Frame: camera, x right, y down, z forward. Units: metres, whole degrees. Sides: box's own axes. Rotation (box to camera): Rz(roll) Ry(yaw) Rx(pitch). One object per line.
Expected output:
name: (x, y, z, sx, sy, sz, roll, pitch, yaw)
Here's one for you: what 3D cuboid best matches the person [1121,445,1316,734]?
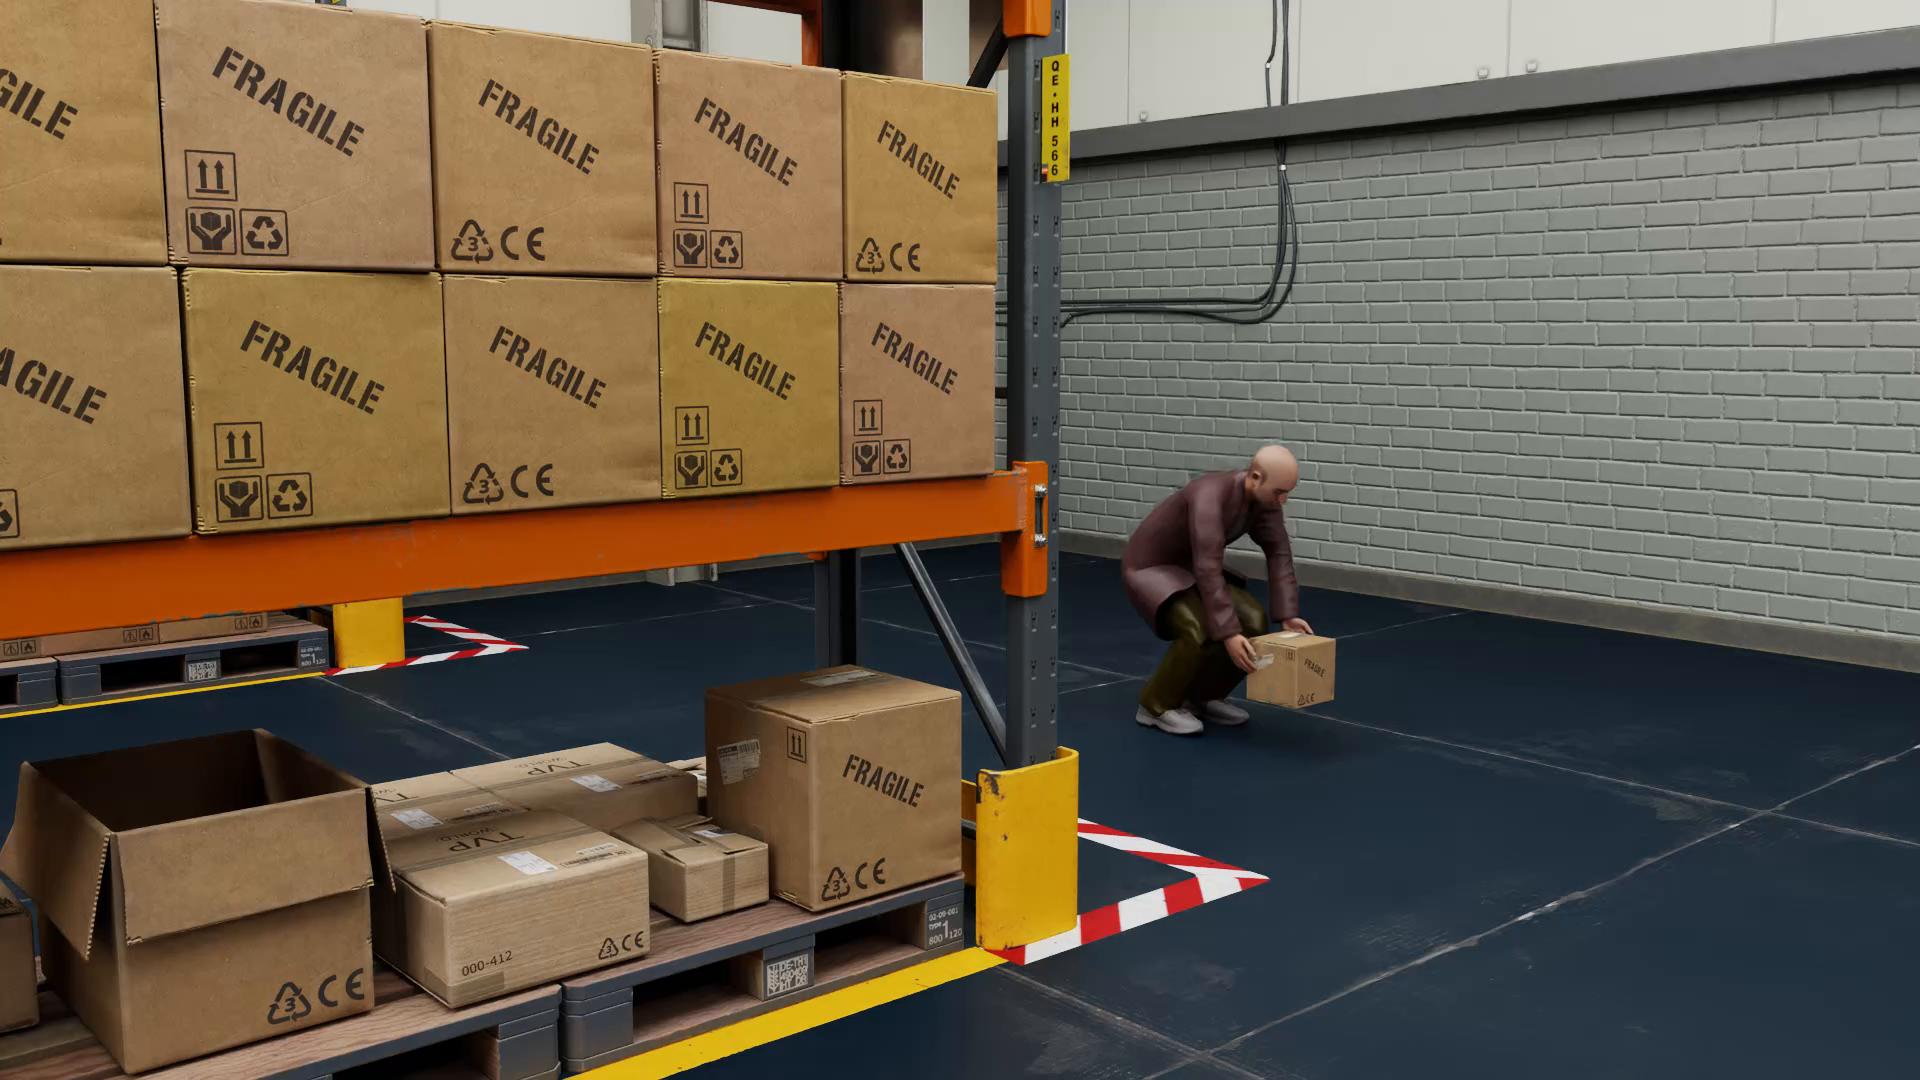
person: (1.062, 0.201, 7.026, 0.629, 1.207, 0.809, -6, 10, -41)
